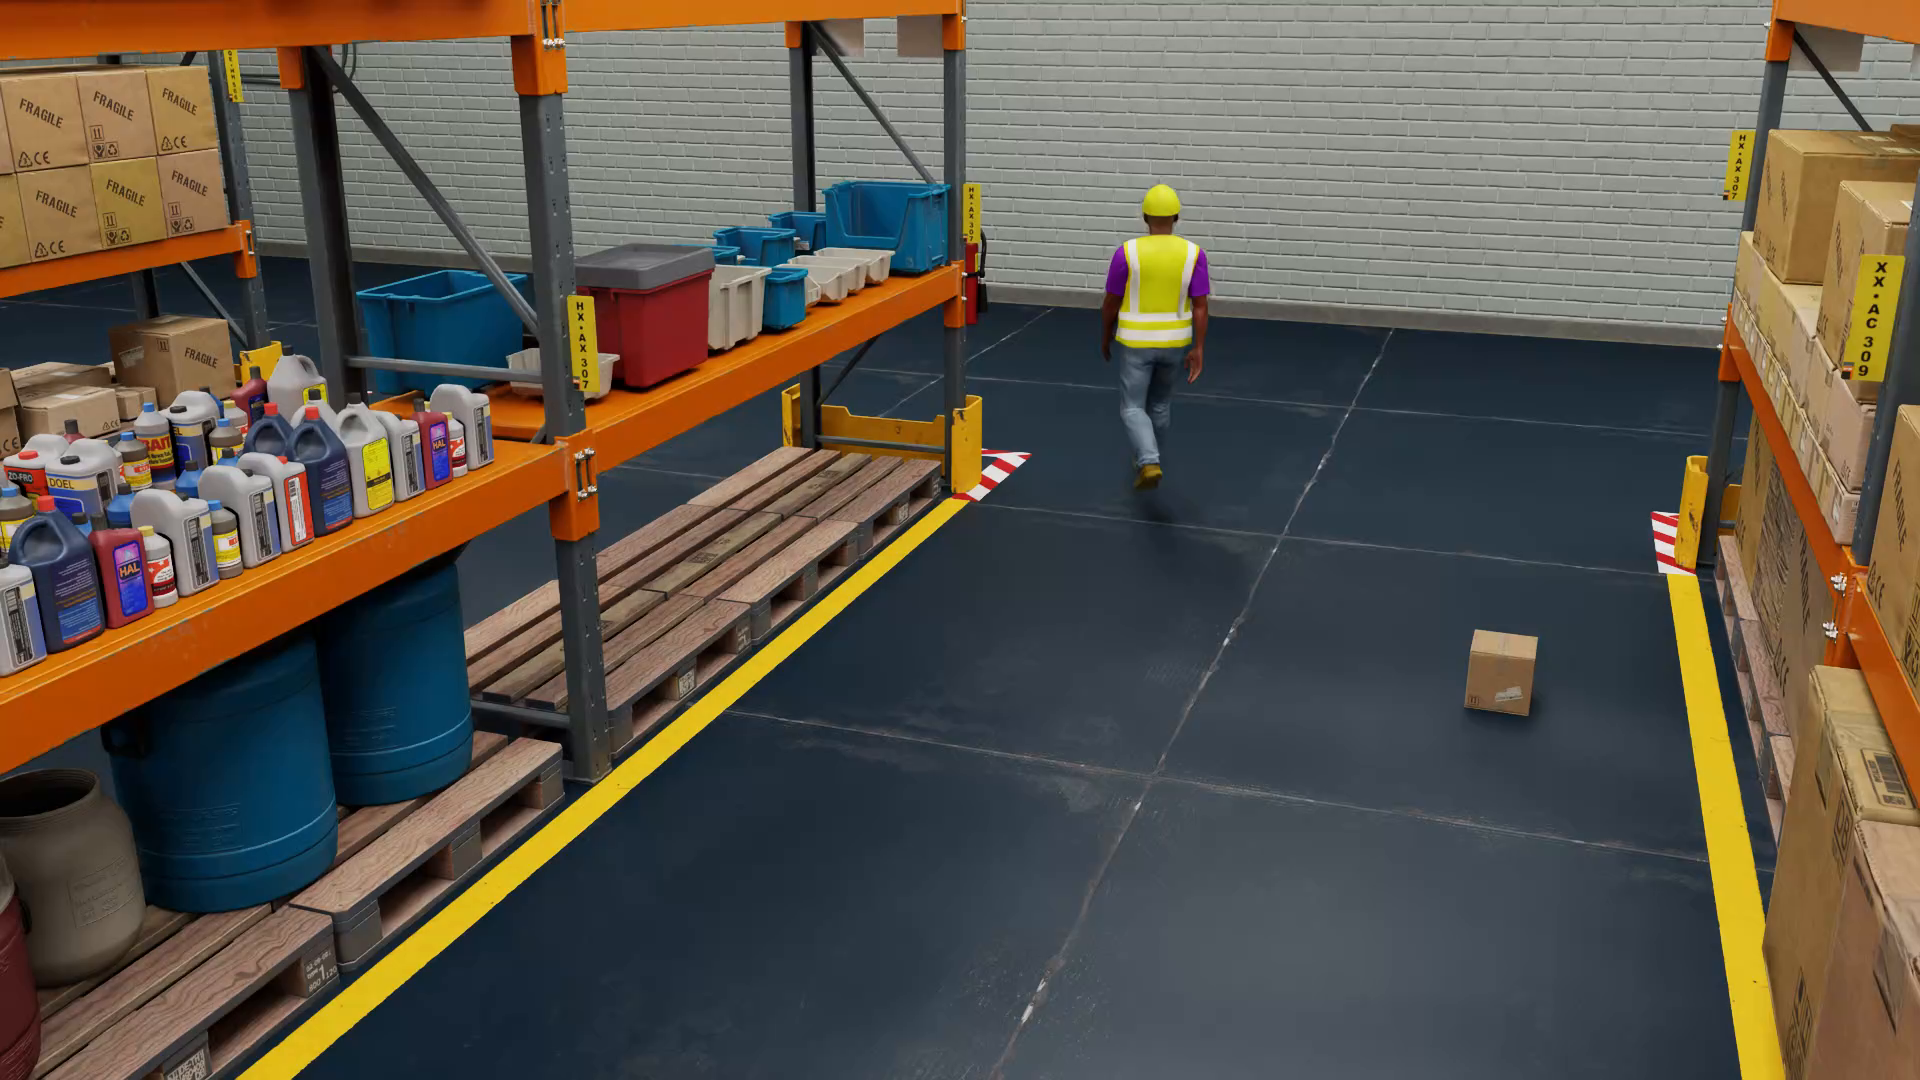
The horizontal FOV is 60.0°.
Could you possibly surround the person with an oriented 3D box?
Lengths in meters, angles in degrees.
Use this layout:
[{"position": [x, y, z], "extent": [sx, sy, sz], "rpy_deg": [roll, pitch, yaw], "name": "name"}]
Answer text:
[{"position": [1.091, -1.118, 9.251], "extent": [0.559, 1.675, 0.744], "rpy_deg": [-2, 19, -6], "name": "person"}]
